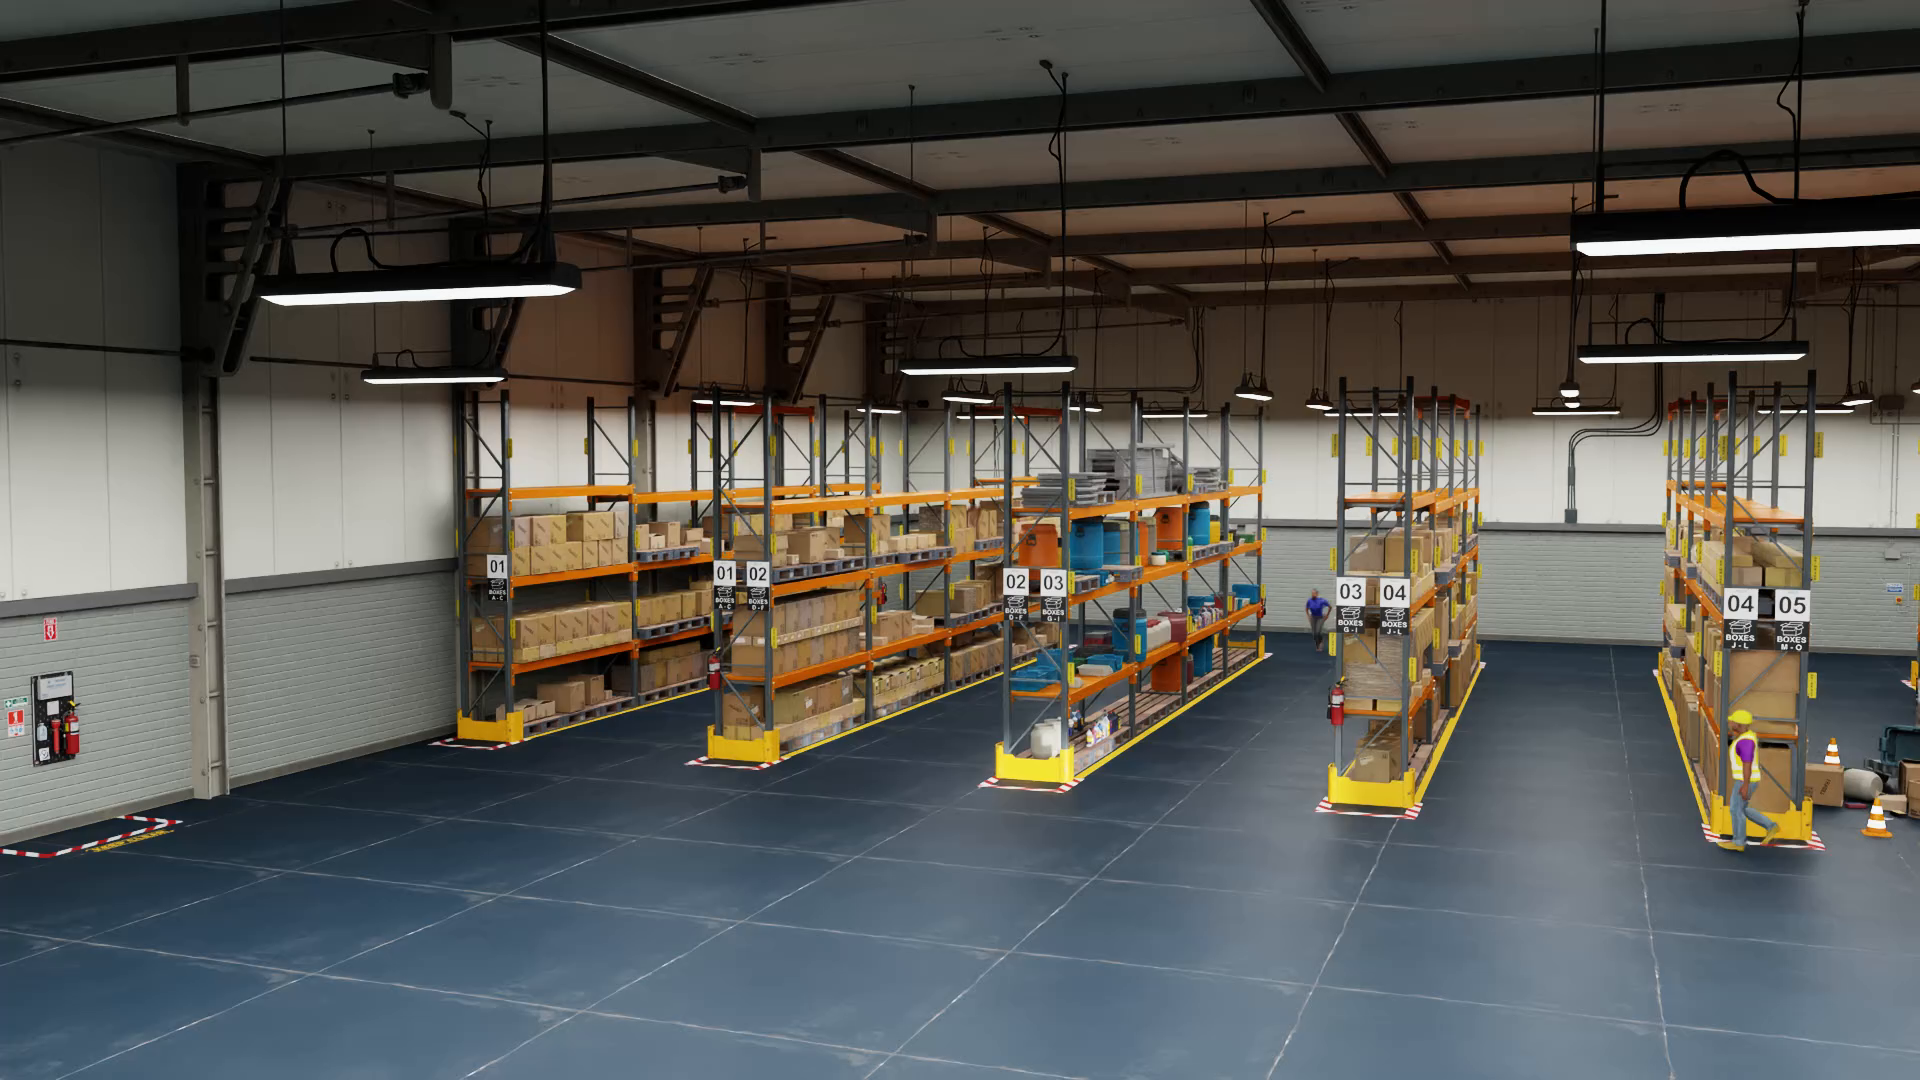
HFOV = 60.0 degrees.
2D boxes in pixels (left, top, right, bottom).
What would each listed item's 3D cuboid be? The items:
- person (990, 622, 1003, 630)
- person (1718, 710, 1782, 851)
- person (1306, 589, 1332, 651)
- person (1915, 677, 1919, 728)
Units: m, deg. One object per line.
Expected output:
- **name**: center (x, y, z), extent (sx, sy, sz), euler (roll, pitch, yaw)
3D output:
- **person**: center (0.978, 1.698, 45.671), extent (0.792, 1.547, 0.406), euler (2, 4, 37)
- **person**: center (9.811, 2.983, 20.621), extent (0.719, 1.752, 0.579), euler (1, 3, 24)
- **person**: center (8.821, 1.972, 40.861), extent (0.621, 1.568, 0.732), euler (2, 4, 29)
- **person**: center (15.747, 2.661, 26.861), extent (0.518, 1.813, 0.624), euler (0, 3, 9)
